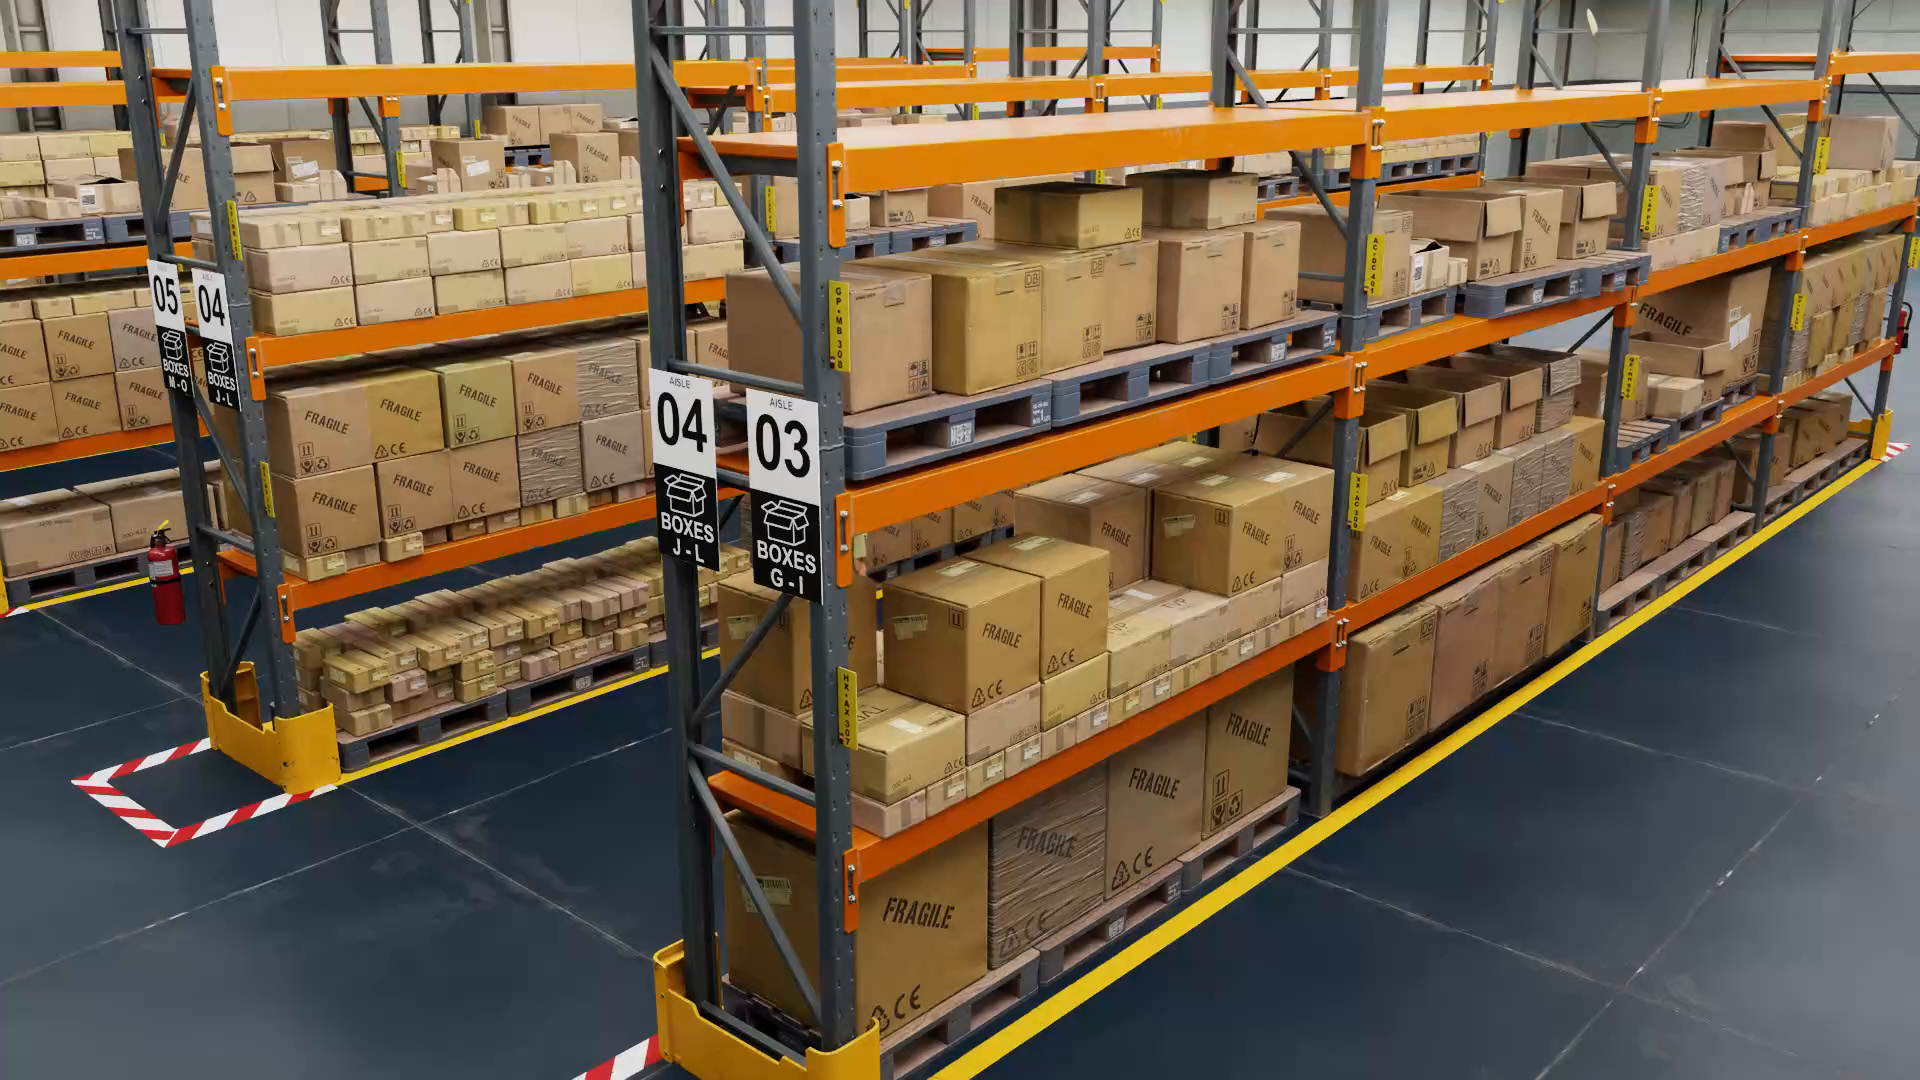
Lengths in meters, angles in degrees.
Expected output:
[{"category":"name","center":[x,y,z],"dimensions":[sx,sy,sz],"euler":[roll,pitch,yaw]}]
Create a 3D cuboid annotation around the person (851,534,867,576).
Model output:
[{"category":"person","center":[-0.831,0.386,11.290],"dimensions":[0.458,1.609,1.106],"euler":[5,18,15]}]
